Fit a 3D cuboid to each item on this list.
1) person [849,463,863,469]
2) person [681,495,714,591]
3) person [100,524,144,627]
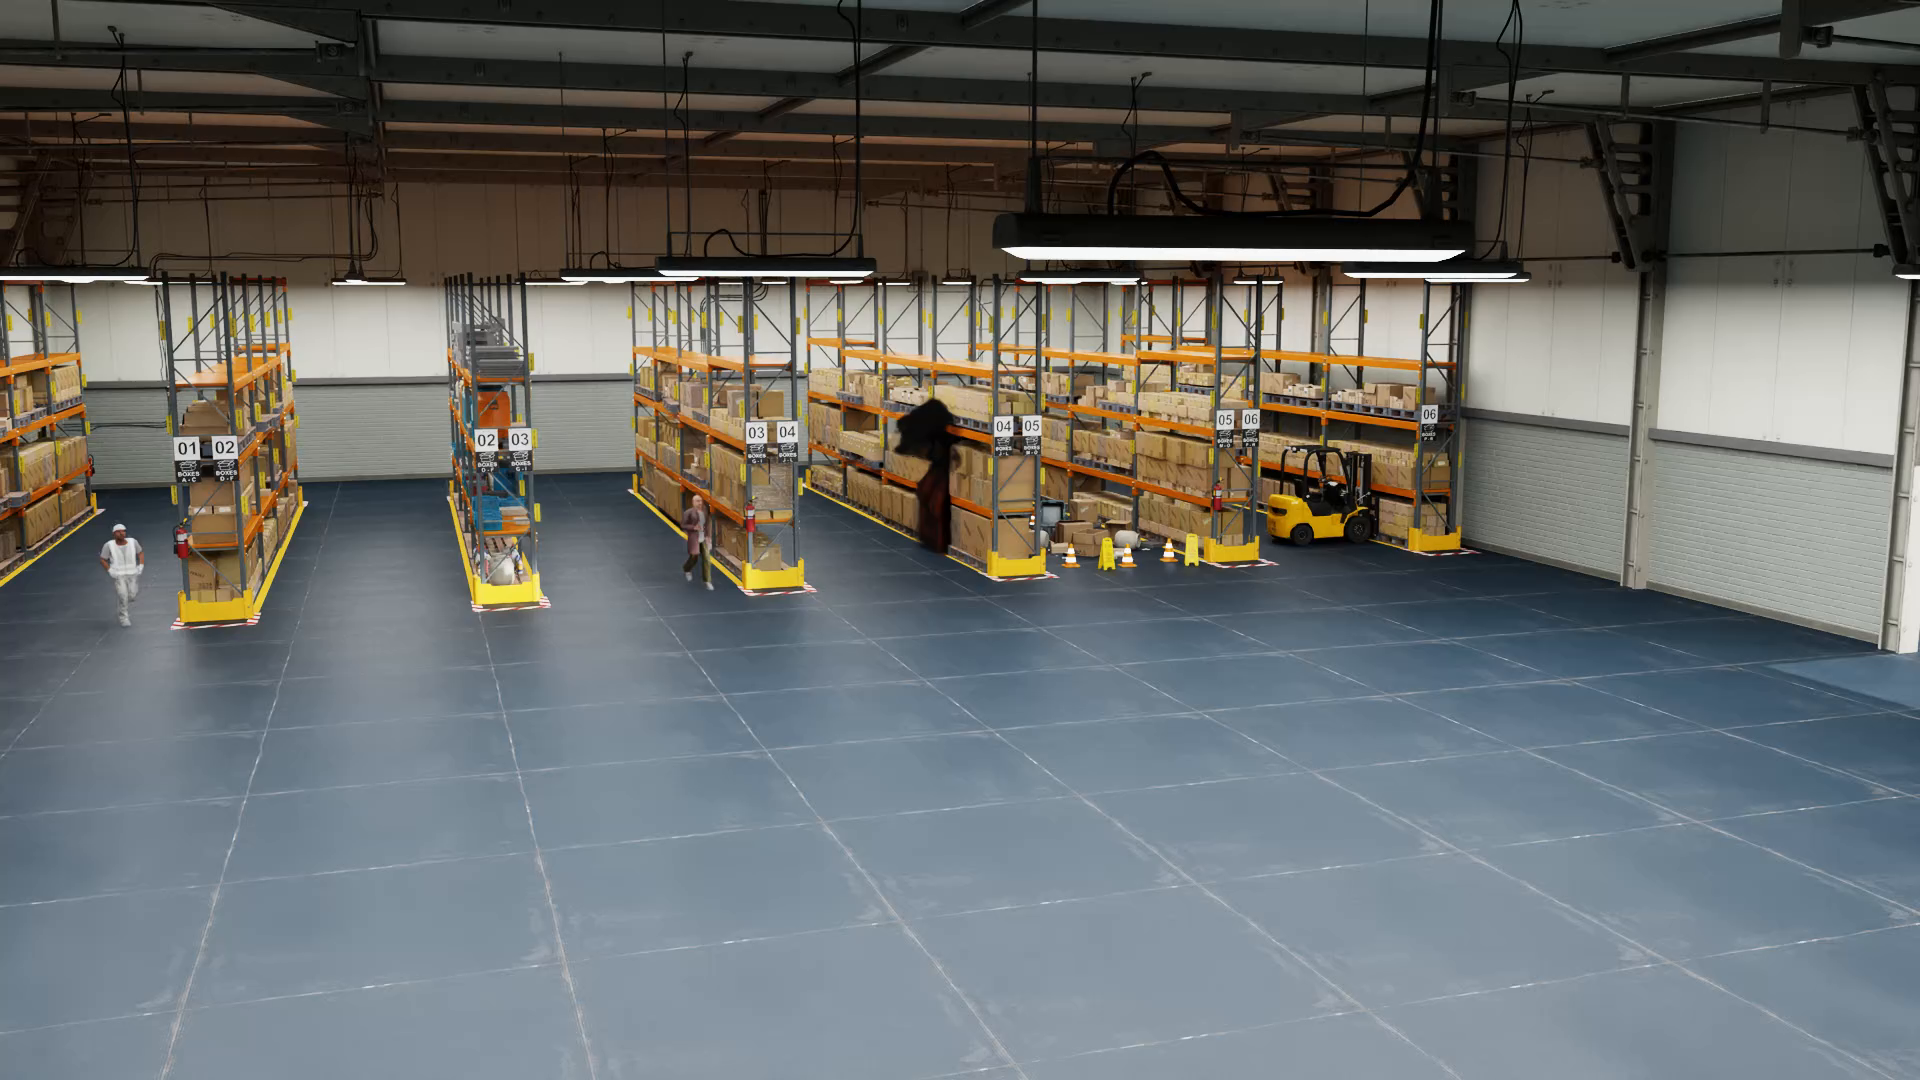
[{"bbox_3d":[-3.095,-2.745,50.462,0.680,1.735,0.658,-7,11,-38],"label":"person"},{"bbox_3d":[-5.064,0.029,32.028,0.710,1.814,1.046,-6,11,-35],"label":"person"},{"bbox_3d":[-14.326,0.583,28.473,0.694,1.753,0.673,-7,11,-40],"label":"person"}]
